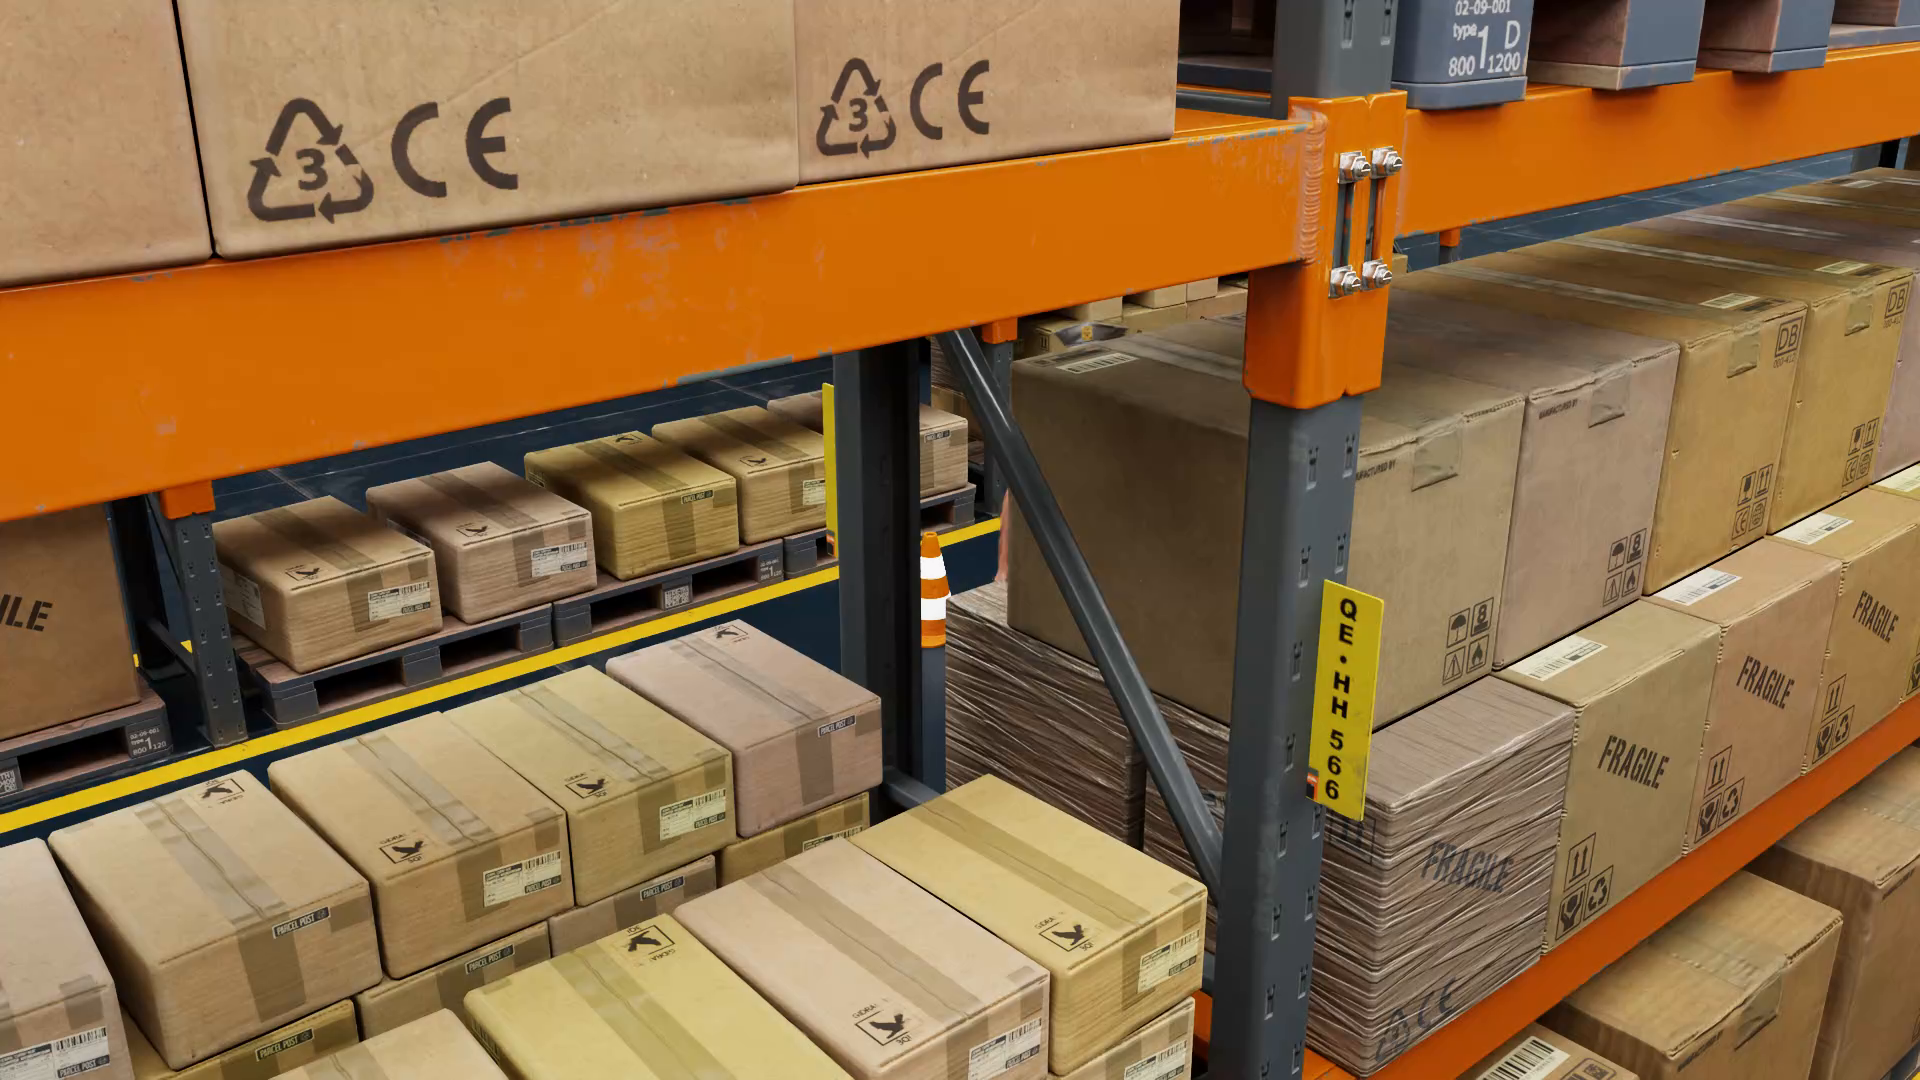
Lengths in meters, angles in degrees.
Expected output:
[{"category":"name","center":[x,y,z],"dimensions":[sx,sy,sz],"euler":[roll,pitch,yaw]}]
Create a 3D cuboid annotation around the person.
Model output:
[{"category":"person","center":[0.387,0.122,5.709],"dimensions":[0.649,1.759,0.637],"euler":[2,21,4]}]
